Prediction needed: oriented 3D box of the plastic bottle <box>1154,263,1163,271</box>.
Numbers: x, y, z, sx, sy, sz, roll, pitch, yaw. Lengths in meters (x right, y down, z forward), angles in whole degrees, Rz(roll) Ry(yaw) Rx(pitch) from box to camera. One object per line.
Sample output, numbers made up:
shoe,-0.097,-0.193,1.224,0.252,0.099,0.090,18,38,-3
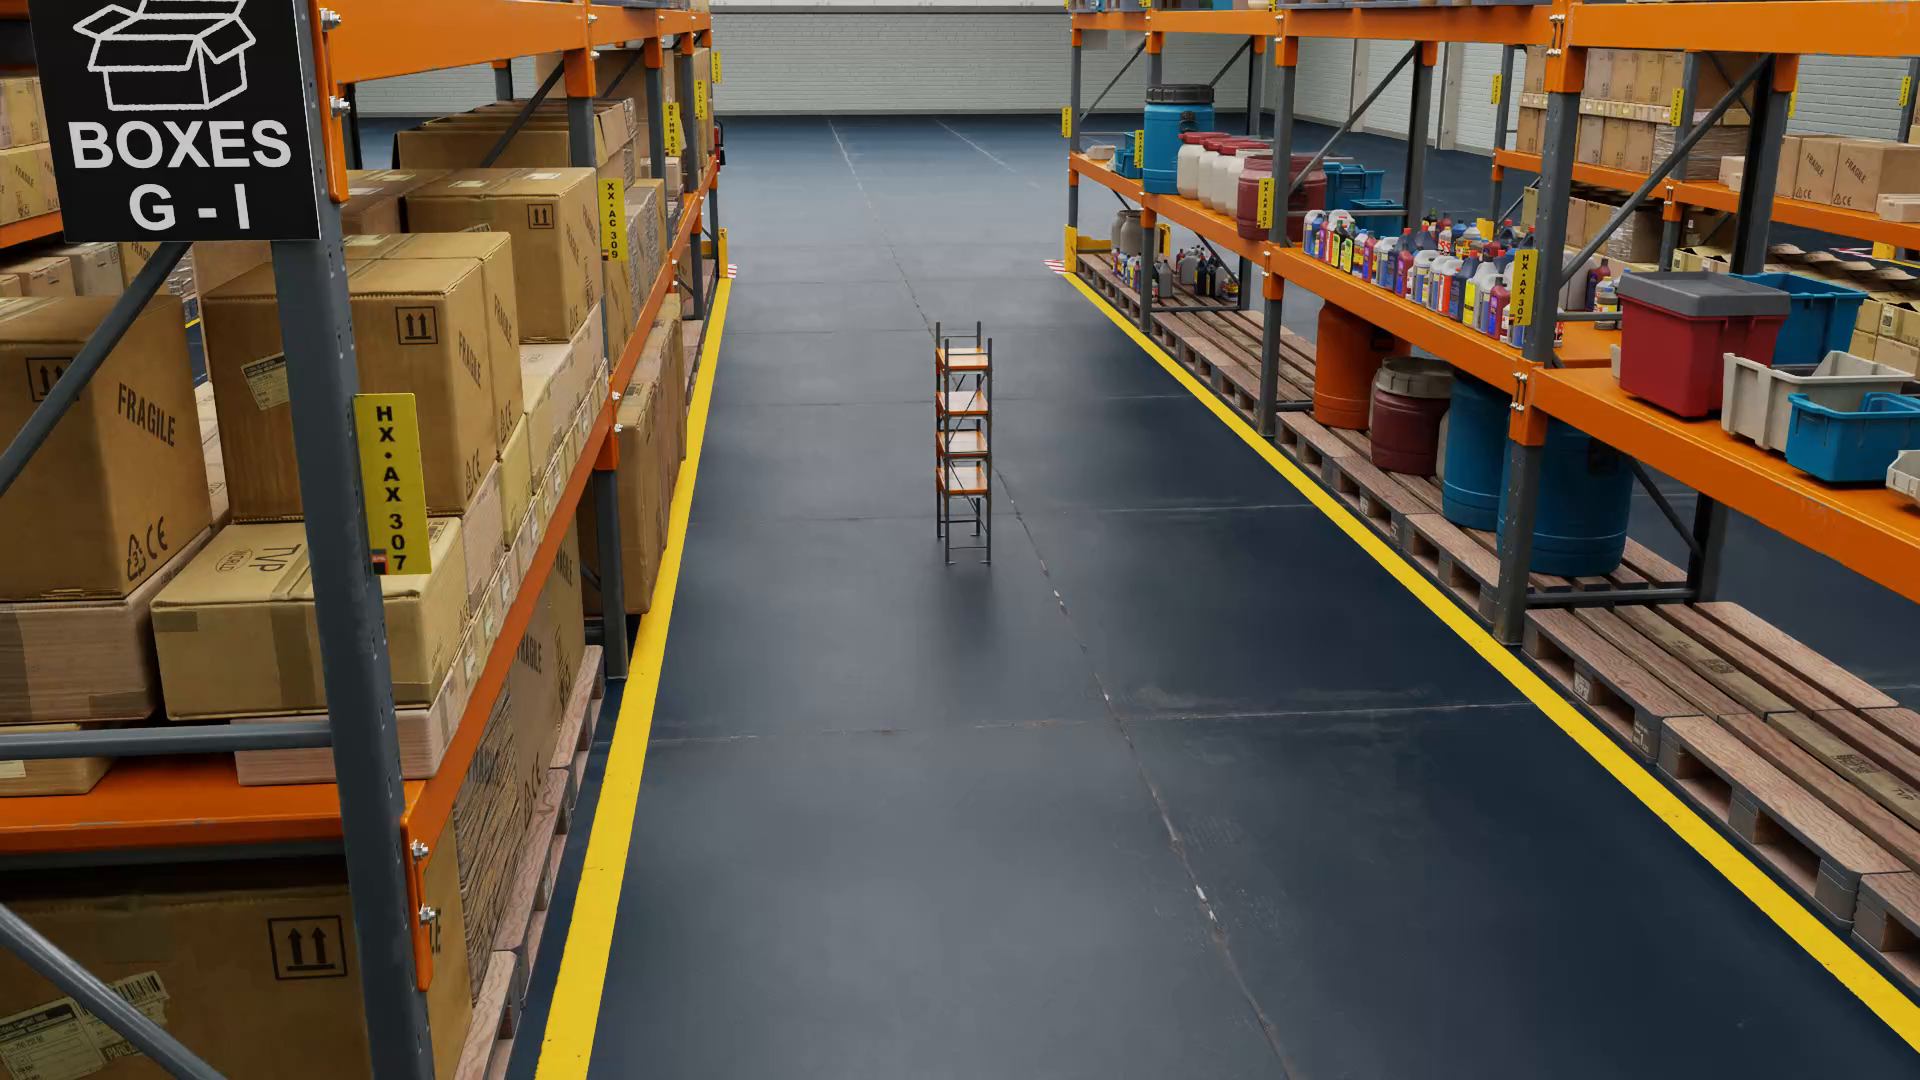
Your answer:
plastic bottle,1.923,-2.519,16.006,0.152,0.276,0.135,-2,18,-6

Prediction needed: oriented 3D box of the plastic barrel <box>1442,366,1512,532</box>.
plastic barrel,2.864,-0.546,8.709,0.600,0.901,0.708,-2,18,-6

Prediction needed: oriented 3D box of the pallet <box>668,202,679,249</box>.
pallet,-2.542,-2.129,11.271,1.213,0.211,1.003,-2,18,-6

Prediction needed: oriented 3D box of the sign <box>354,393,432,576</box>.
sign,-0.985,-0.094,2.892,0.100,0.325,0.005,-2,18,-6

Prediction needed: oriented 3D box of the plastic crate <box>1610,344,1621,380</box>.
plastic crate,2.882,-0.733,6.843,0.396,0.136,0.243,-2,18,-6

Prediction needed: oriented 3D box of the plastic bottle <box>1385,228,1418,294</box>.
plastic bottle,2.442,-1.541,9.161,0.144,0.351,0.185,-2,18,-6

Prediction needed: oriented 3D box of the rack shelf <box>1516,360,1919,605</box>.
rack shelf,3.183,-0.034,5.478,1.077,0.370,4.000,-2,18,-6

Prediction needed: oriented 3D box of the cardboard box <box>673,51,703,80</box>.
cardboard box,-2.673,-4.310,15.564,0.500,0.500,0.500,-2,18,-6

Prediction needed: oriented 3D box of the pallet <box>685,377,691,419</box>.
pallet,-2.442,-0.914,11.736,1.003,0.211,1.213,-2,18,-6

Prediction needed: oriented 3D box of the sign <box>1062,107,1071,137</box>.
sign,1.191,-4.664,18.565,0.100,0.325,0.005,-2,18,-6

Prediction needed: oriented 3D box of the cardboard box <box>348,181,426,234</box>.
cardboard box,-2.112,-0.950,5.699,0.500,0.500,0.500,-2,18,-6

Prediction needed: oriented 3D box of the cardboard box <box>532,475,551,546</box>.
cardboard box,-1.406,-0.082,4.851,0.380,0.149,0.250,-2,18,-7

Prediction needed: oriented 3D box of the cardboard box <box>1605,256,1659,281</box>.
cardboard box,6.772,-2.677,16.587,0.500,0.250,0.500,-2,18,-6

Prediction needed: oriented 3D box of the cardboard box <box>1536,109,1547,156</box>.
cardboard box,6.760,-4.452,18.183,0.700,0.500,0.500,-1,17,-4

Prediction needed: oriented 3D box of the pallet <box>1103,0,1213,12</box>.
pallet,1.980,-4.909,15.114,1.213,0.211,1.003,-2,18,-6

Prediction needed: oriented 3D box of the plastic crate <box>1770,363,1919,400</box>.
plastic crate,3.359,-0.545,6.265,0.437,0.125,0.590,-2,18,-6

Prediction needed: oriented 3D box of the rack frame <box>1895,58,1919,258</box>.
rack frame,11.593,-4.854,19.631,1.000,3.000,0.127,-2,18,-6

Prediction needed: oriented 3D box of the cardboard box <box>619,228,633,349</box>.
cardboard box,-1.802,-1.162,7.704,0.500,0.500,0.500,-2,18,-6

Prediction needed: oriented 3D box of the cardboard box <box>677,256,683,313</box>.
cardboard box,-2.777,-2.331,15.068,0.500,0.500,0.500,-2,18,-7

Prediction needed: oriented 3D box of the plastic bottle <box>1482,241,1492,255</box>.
plastic bottle,3.118,-1.656,9.775,0.097,0.201,0.097,0,17,0

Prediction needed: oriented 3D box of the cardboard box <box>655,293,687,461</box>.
cardboard box,-2.312,-0.992,10.175,1.225,0.875,0.875,-3,18,-8

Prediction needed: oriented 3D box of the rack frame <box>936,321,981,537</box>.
rack frame,-0.008,-0.596,9.072,0.240,1.200,0.015,-2,18,-6

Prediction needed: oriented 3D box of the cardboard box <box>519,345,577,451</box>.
cardboard box,-1.535,-0.461,5.390,0.500,0.250,0.500,-1,17,-5

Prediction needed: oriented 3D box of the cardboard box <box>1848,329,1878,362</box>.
cardboard box,7.138,-1.508,12.861,0.500,0.250,0.500,-2,18,-6

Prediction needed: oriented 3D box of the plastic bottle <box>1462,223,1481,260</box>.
plastic bottle,3.088,-1.776,10.042,0.097,0.271,0.097,0,17,0

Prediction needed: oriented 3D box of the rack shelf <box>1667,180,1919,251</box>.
rack shelf,7.285,-2.569,13.554,1.077,0.370,4.000,-2,18,-6

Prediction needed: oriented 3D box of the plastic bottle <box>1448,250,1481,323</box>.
plastic bottle,2.537,-1.268,8.291,0.144,0.351,0.185,-2,18,-6

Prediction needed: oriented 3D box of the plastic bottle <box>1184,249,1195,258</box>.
plastic bottle,2.363,-2.849,17.057,0.152,0.276,0.135,-2,18,-5

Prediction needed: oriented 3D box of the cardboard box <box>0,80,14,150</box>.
cardboard box,-7.555,-3.153,12.378,0.700,0.500,0.500,-2,18,-5

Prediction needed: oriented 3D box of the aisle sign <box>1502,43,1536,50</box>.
aisle sign,6.355,-5.950,18.783,0.394,0.787,0.004,-2,18,-6

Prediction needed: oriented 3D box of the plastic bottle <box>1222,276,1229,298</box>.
plastic bottle,2.533,-2.400,15.752,0.097,0.201,0.097,0,17,0

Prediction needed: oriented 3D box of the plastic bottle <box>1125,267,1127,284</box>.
plastic bottle,1.693,-2.650,16.549,0.097,0.201,0.097,0,17,0

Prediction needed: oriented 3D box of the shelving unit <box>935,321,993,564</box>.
shelving unit,0.017,-0.523,8.840,0.258,1.200,0.503,-2,18,-6

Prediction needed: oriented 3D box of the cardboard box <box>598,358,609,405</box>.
cardboard box,-1.593,-0.619,6.561,0.380,0.149,0.250,-2,18,-5

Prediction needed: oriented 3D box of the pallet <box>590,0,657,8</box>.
pallet,-2.125,-2.829,8.489,1.003,0.211,1.213,-1,17,-3

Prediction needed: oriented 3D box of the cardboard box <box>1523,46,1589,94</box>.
cardboard box,6.707,-5.211,18.436,0.700,0.500,0.500,-2,18,-5

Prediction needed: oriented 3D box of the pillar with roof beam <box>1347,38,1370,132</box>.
pillar with roof beam,5.768,-14.552,40.506,9.100,9.000,0.400,-2,18,-6

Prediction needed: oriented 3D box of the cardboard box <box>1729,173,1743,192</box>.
cardboard box,6.967,-3.118,14.521,0.380,0.149,0.250,-2,18,-6

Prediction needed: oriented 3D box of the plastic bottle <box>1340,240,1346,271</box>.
plastic bottle,2.333,-1.718,9.973,0.097,0.201,0.097,0,17,0

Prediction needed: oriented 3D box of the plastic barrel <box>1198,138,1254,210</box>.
plastic barrel,2.107,-2.911,13.214,0.433,0.535,0.433,0,17,0

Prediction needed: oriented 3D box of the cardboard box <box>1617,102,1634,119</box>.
cardboard box,6.734,-4.243,16.435,0.380,0.149,0.250,-2,18,-6

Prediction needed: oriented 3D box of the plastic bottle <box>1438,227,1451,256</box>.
plastic bottle,3.047,-1.859,10.422,0.097,0.201,0.097,0,17,0

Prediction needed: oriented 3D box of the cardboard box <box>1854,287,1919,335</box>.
cardboard box,7.132,-1.776,12.778,0.500,0.311,0.500,-2,18,-6

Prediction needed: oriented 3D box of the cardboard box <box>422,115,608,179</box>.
cardboard box,-2.084,-1.741,7.873,0.797,0.503,0.637,-2,17,-5

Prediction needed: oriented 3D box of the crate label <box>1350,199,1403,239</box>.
crate label,2.893,-2.222,11.526,0.303,0.233,0.416,-2,18,-6

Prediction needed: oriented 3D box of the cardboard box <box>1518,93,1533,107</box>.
cardboard box,6.492,-4.934,18.634,0.380,0.149,0.250,-2,18,-6

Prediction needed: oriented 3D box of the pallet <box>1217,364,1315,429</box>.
pallet,2.522,-1.066,12.221,1.003,0.211,1.213,-2,18,-6

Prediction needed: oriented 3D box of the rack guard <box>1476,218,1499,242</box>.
rack guard,6.663,-3.515,19.537,1.175,0.500,0.348,-2,18,-6

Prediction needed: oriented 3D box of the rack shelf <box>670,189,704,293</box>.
rack shelf,-2.569,-2.264,12.582,1.077,0.370,4.000,-2,18,-6

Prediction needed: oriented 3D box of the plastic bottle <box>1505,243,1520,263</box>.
plastic bottle,3.040,-1.495,9.146,0.097,0.271,0.097,0,17,0

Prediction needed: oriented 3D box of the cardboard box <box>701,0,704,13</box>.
cardboard box,-2.787,-5.317,16.349,0.500,0.250,0.500,-1,17,-4

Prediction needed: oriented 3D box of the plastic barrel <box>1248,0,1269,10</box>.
plastic barrel,2.200,-3.901,11.819,0.301,0.262,0.301,0,17,0

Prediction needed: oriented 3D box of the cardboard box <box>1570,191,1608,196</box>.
cardboard box,6.618,-3.482,17.898,0.500,0.500,0.500,-2,18,-6

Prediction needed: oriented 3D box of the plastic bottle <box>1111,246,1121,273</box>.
plastic bottle,1.616,-2.906,17.248,0.097,0.271,0.097,0,17,0

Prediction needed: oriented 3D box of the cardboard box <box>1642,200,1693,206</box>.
cardboard box,7.239,-3.200,17.000,0.500,0.500,0.500,-2,18,-6

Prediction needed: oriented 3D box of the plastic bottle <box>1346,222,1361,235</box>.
plastic bottle,2.380,-1.793,10.095,0.097,0.271,0.097,0,17,0

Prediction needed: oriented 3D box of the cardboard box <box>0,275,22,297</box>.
cardboard box,-7.374,-1.460,11.875,1.050,0.750,0.750,-2,17,-5
